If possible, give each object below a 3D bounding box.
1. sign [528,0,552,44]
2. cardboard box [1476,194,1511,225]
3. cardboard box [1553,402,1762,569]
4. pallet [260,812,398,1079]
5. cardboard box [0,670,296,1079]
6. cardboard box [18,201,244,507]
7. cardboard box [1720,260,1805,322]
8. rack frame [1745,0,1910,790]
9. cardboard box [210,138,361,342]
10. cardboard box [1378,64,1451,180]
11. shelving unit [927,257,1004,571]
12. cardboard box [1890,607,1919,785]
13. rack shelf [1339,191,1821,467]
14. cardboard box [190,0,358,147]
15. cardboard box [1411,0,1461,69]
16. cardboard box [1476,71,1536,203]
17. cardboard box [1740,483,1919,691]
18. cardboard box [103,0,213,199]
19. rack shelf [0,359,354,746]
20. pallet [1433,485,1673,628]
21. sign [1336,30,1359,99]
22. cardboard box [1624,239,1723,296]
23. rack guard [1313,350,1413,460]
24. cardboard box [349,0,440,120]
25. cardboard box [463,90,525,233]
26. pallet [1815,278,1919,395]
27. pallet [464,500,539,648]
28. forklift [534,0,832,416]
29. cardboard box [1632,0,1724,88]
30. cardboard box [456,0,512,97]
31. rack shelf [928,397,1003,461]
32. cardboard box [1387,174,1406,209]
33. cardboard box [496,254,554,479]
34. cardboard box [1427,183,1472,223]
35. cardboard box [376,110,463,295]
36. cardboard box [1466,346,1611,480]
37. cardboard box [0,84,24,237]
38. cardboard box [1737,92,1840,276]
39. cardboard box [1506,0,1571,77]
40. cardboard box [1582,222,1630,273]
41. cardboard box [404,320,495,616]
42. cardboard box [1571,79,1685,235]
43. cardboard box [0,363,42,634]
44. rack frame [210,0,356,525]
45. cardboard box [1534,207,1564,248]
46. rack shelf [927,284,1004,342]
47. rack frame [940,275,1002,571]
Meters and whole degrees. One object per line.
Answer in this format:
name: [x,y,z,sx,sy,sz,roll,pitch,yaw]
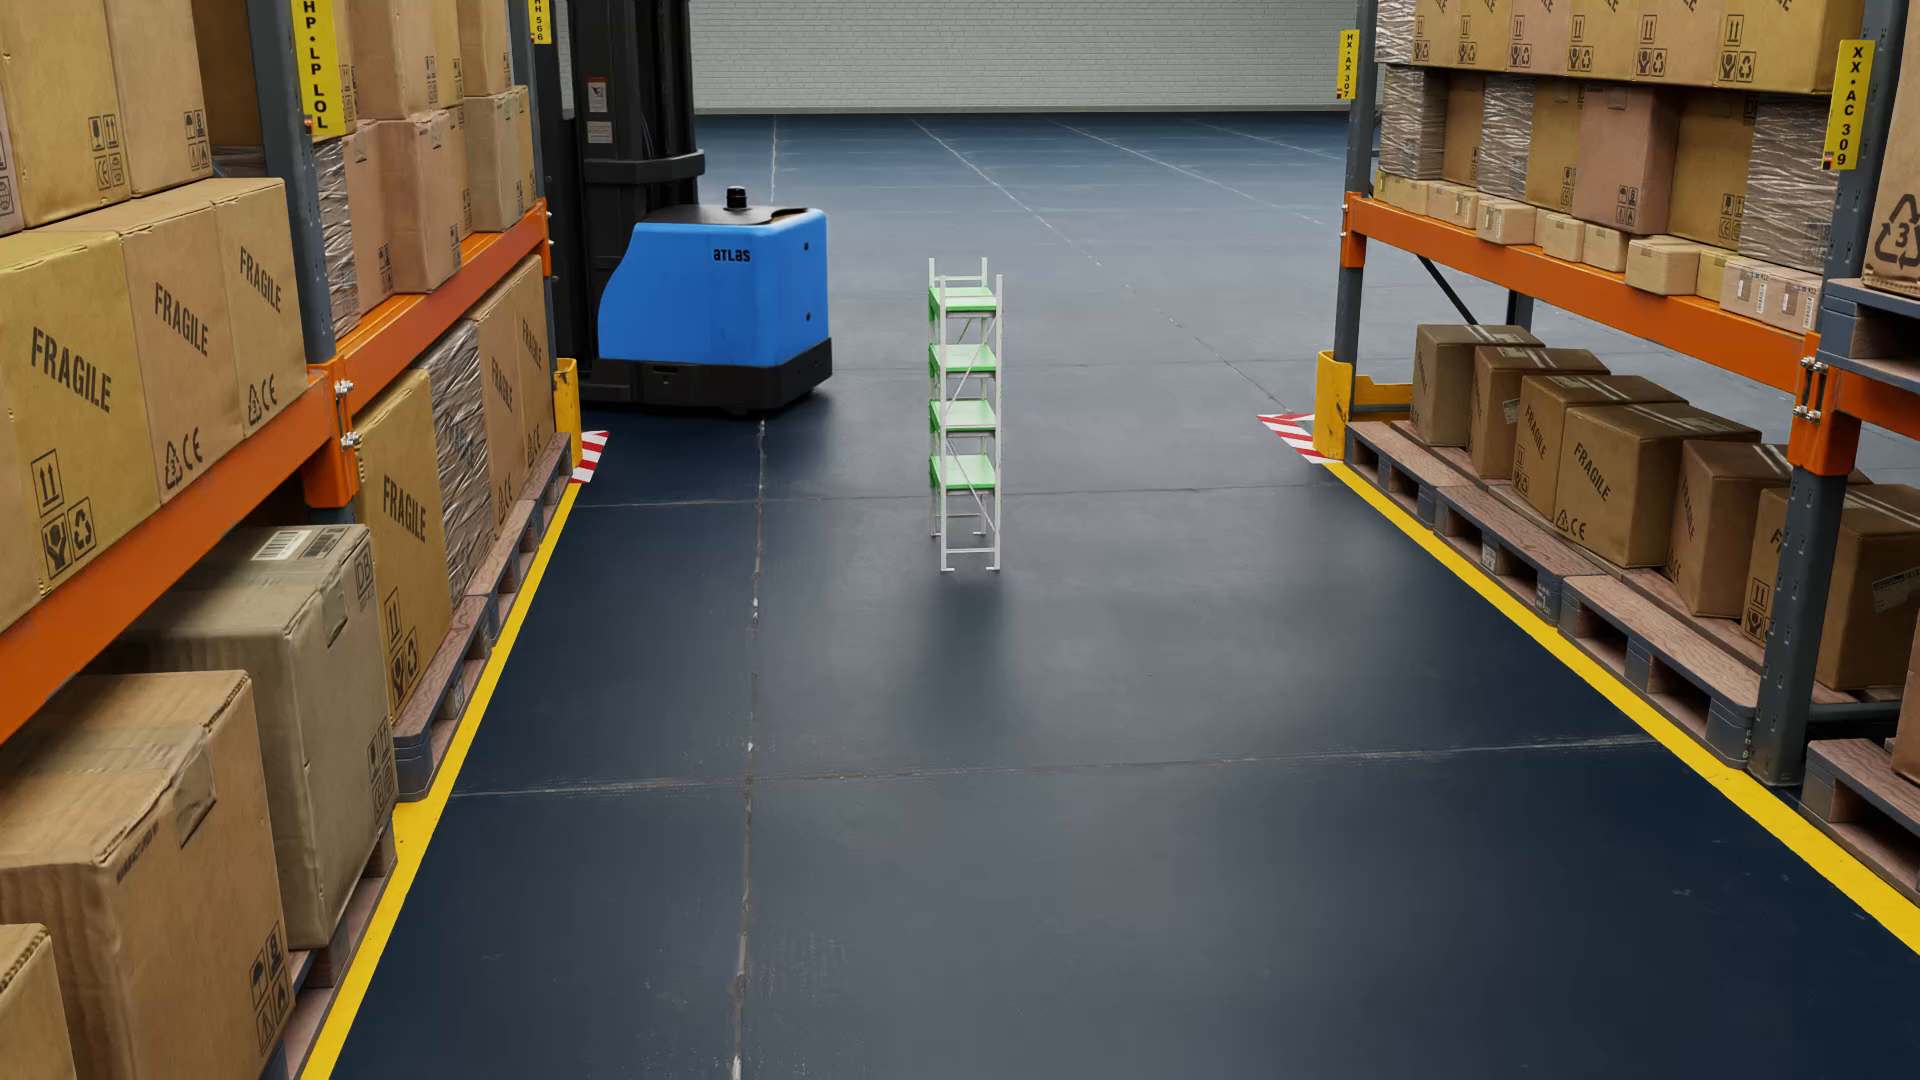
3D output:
sign: [-1.965,-2.482,7.747,0.100,0.325,0.005,-2,18,-6]
cardboard box: [2.365,-1.343,6.866,0.380,0.149,0.250,-2,18,-6]
cardboard box: [2.640,-0.216,6.331,0.500,0.500,0.500,-3,18,-11]
pallet: [-1.939,0.946,3.812,1.003,0.211,1.213,-2,18,-6]
cardboard box: [-1.845,0.730,2.897,1.050,0.750,0.750,-2,18,-6]
cardboard box: [-1.722,-0.362,3.156,0.500,0.500,0.500,-2,18,-6]
cardboard box: [2.519,-0.745,4.962,0.380,0.149,0.250,-2,18,-6]
rack frame: [2.850,-0.735,4.511,1.000,3.000,0.127,-2,18,-6]
cardboard box: [-2.144,-0.793,4.446,0.875,0.550,0.550,-2,18,-6]
cardboard box: [2.467,-1.952,7.723,0.875,0.500,0.500,-2,18,-6]
shelving unit: [0.017,-0.523,6.840,0.258,1.200,0.503,-2,18,-6]
cardboard box: [2.892,0.431,4.235,0.700,0.500,0.500,-3,18,-10]
rack shelf: [2.644,-0.988,6.517,1.077,0.370,4.000,-2,18,-6]
cardboard box: [-2.098,-1.310,4.289,0.875,0.550,0.550,-2,18,-6]
cardboard box: [2.268,-2.272,7.074,0.500,0.500,0.500,-2,18,-6]
cardboard box: [2.647,-1.656,6.782,0.875,0.500,0.500,-2,18,-6]
cardboard box: [2.849,0.137,5.207,0.500,0.500,0.500,-2,18,-7]
cardboard box: [-2.037,-0.989,3.484,0.700,0.500,0.500,-2,18,-7]
rack shelf: [-1.887,0.327,2.329,1.077,0.370,4.000,-2,18,-6]
pallet: [2.617,0.032,6.723,1.003,0.211,1.213,-2,18,-6]
sign: [1.898,-2.323,8.124,0.100,0.325,0.005,-2,18,-6]
cardboard box: [2.417,-0.893,5.432,0.380,0.149,0.250,-2,18,-6]
rack guard: [2.445,-0.712,8.610,1.175,0.500,0.348,-2,18,-6]
cardboard box: [-2.189,-1.635,5.325,0.875,0.550,0.550,-2,18,-6]
cardboard box: [-2.345,-1.603,7.025,0.875,0.550,0.550,-2,18,-6]
pallet: [2.784,-0.412,3.801,1.003,0.211,1.213,-2,18,-6]
pallet: [-2.223,0.125,6.427,1.003,0.211,1.213,-2,18,-6]
forklift: [-2.355,-2.314,9.655,3.031,2.935,1.130,4,18,14]
cardboard box: [2.477,-1.676,5.177,0.500,0.500,0.500,-2,18,-6]
cardboard box: [-2.358,-2.118,6.862,0.875,0.550,0.550,-2,18,-6]
rack shelf: [0.017,-0.462,6.859,0.258,0.148,0.480,-2,18,-6]
cardboard box: [2.237,-1.640,7.812,0.380,0.149,0.250,-2,18,-6]
cardboard box: [-2.371,-0.791,7.534,0.875,0.875,0.875,-2,18,-5]
cardboard box: [2.294,-1.491,7.338,0.380,0.149,0.250,-2,18,-6]
cardboard box: [-2.162,-1.121,5.490,0.875,0.550,0.550,-2,18,-6]
cardboard box: [2.581,-0.571,7.461,0.500,0.500,0.500,3,18,9]
cardboard box: [-1.930,-0.685,2.516,0.700,0.500,0.500,-2,18,-5]
cardboard box: [2.865,-1.061,4.885,0.875,0.500,0.500,-2,18,-6]
cardboard box: [2.378,-1.975,6.126,0.500,0.500,0.500,-2,18,-6]
cardboard box: [2.456,-1.044,5.915,0.380,0.149,0.250,-2,18,-6]
cardboard box: [-2.186,-0.257,5.833,0.875,0.875,0.875,-2,18,-5]
cardboard box: [2.697,-1.357,5.828,0.875,0.500,0.500,-2,18,-6]
cardboard box: [-1.615,-0.060,2.195,0.500,0.500,0.500,-2,18,-6]
rack frame: [-2.094,-0.612,4.119,1.000,3.000,0.127,-2,18,-6]
cardboard box: [2.446,-1.195,6.394,0.380,0.149,0.250,-2,18,-6]
rack shelf: [0.017,-0.920,6.716,0.258,0.148,0.480,-2,18,-6]
rack frame: [0.042,-0.450,6.609,0.240,1.200,0.015,-2,18,-6]
